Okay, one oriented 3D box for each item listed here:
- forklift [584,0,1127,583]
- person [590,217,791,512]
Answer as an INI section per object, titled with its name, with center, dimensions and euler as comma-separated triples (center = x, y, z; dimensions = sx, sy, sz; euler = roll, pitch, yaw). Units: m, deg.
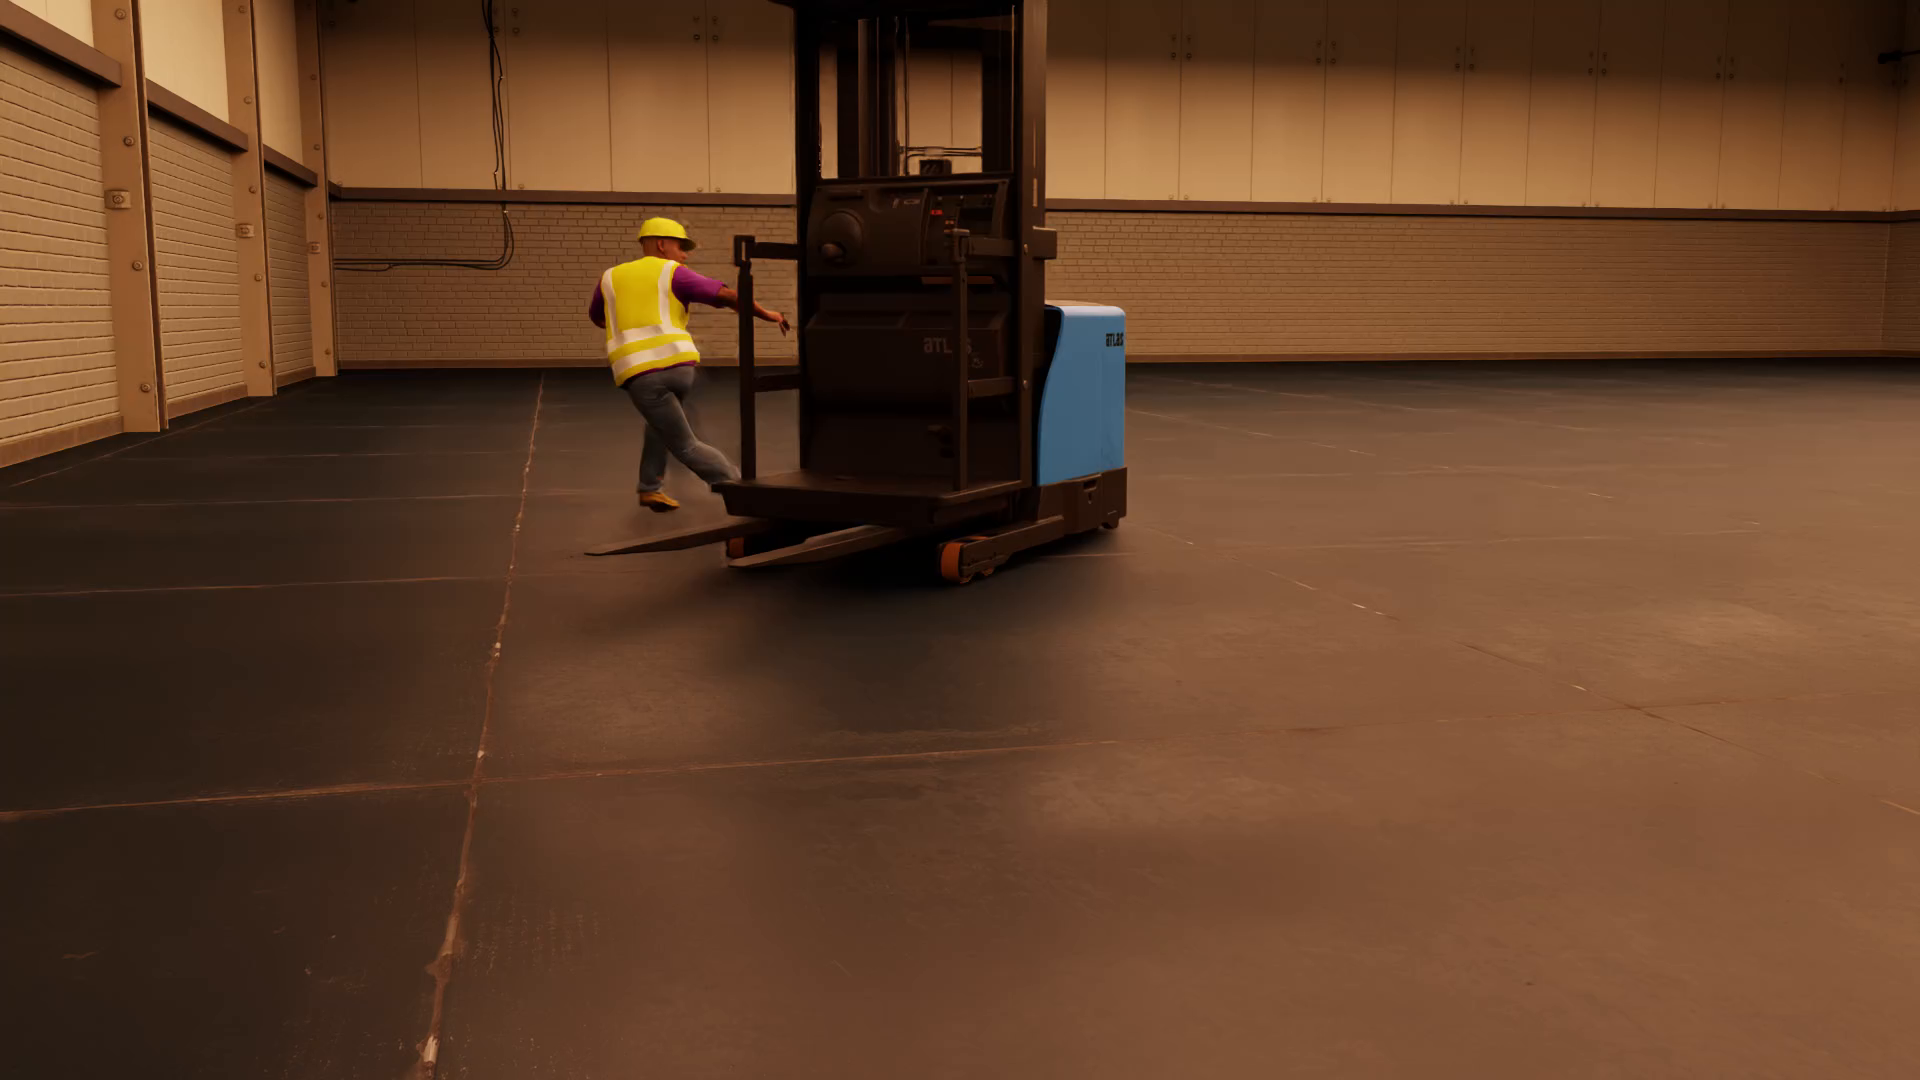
[forklift]
center = -0.320, -1.351, 6.785
dimensions = 1.130, 2.935, 3.031
euler = 4, 9, 27
[person]
center = -1.376, -0.875, 8.509
dimensions = 1.012, 1.531, 1.039
euler = -1, 8, -10
